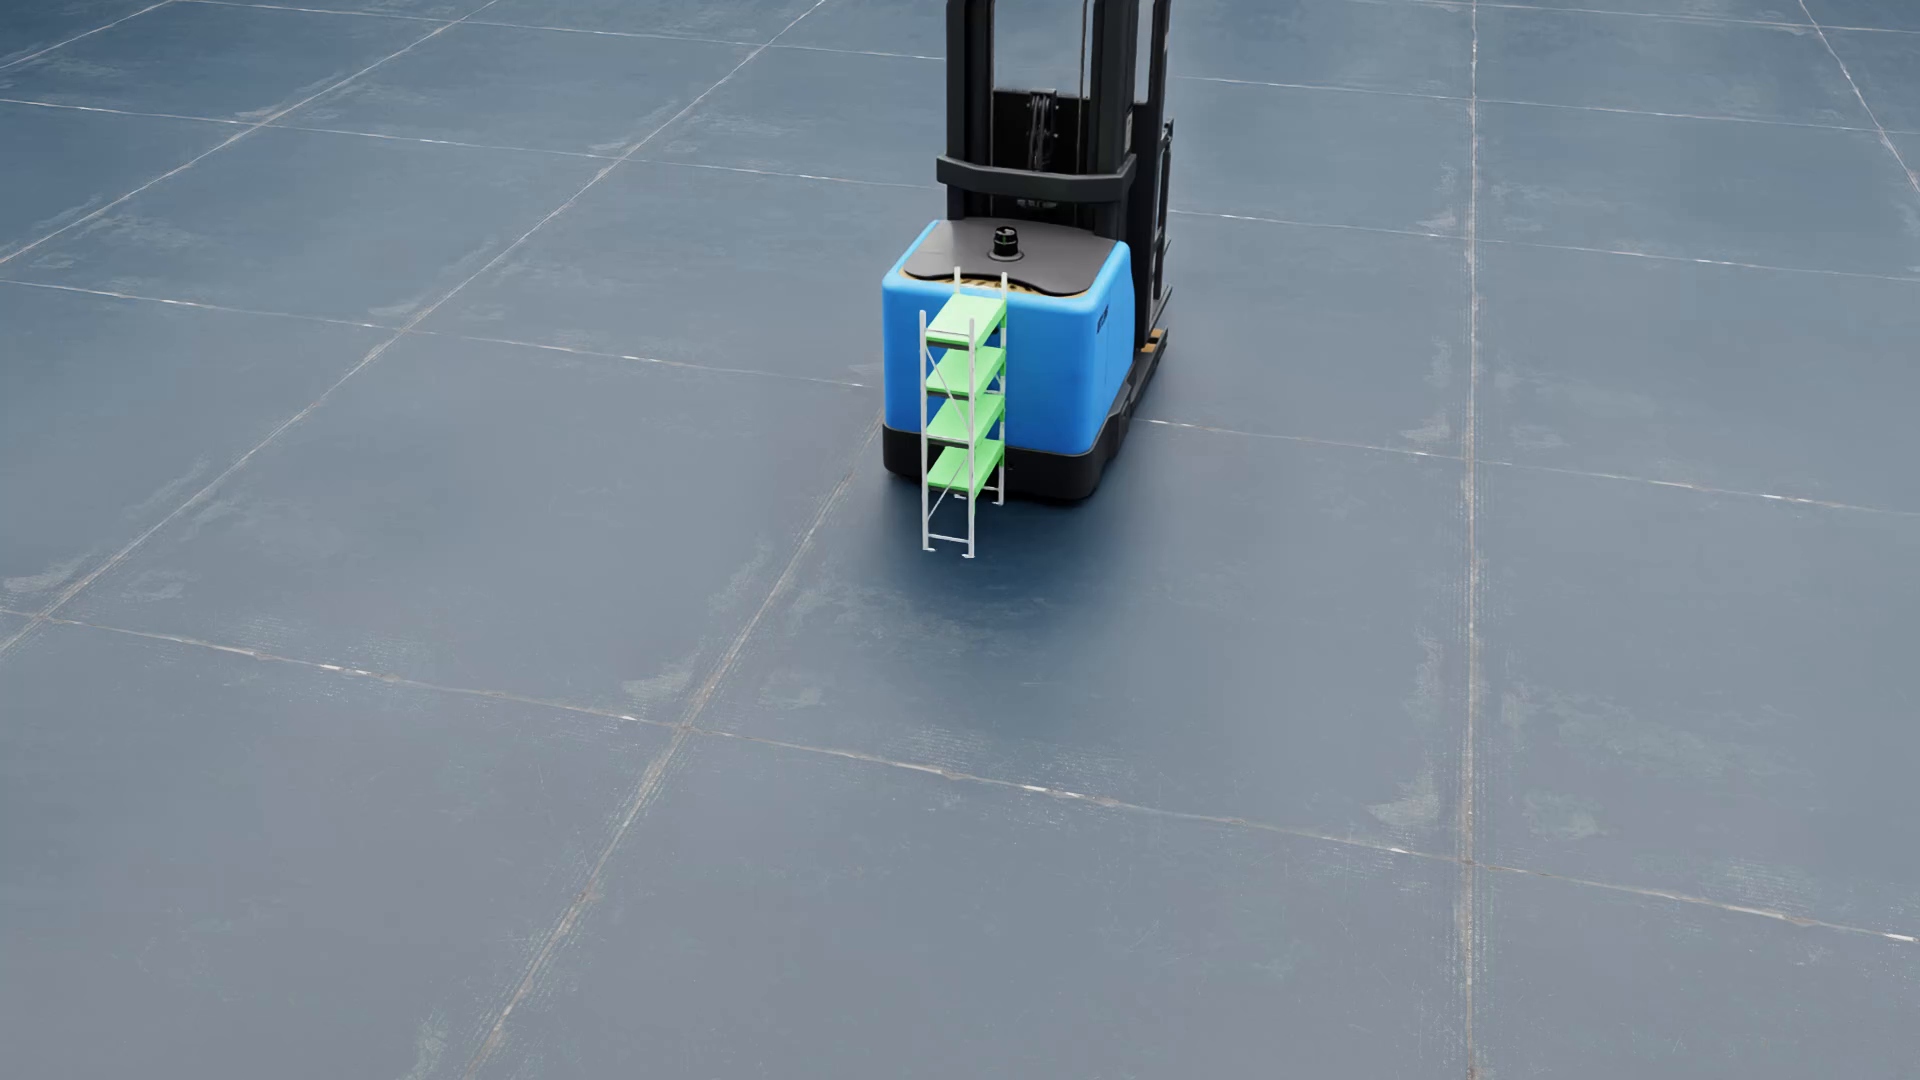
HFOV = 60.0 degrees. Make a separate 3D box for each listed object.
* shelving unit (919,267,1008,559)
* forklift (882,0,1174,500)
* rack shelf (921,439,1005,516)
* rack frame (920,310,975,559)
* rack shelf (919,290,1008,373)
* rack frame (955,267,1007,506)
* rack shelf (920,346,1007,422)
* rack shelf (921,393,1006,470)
[{"bbox_3d":[0.019,-0.568,7.525,0.258,1.200,0.503,10,34,15],"label":"shelving unit"},{"bbox_3d":[0.538,-2.213,8.499,1.130,2.935,3.031,9,34,14],"label":"forklift"},{"bbox_3d":[0.019,-0.312,7.689,0.258,0.148,0.480,10,34,15],"label":"rack shelf"},{"bbox_3d":[-0.054,-0.443,7.329,0.240,1.200,0.015,10,34,15],"label":"rack frame"},{"bbox_3d":[0.019,-0.919,7.302,0.258,0.148,0.480,10,34,15],"label":"rack shelf"},{"bbox_3d":[0.092,-0.693,7.722,0.240,1.200,0.015,10,34,15],"label":"rack frame"},{"bbox_3d":[0.019,-0.717,7.431,0.258,0.148,0.480,10,34,15],"label":"rack shelf"},{"bbox_3d":[0.019,-0.514,7.560,0.258,0.148,0.480,10,34,15],"label":"rack shelf"}]
